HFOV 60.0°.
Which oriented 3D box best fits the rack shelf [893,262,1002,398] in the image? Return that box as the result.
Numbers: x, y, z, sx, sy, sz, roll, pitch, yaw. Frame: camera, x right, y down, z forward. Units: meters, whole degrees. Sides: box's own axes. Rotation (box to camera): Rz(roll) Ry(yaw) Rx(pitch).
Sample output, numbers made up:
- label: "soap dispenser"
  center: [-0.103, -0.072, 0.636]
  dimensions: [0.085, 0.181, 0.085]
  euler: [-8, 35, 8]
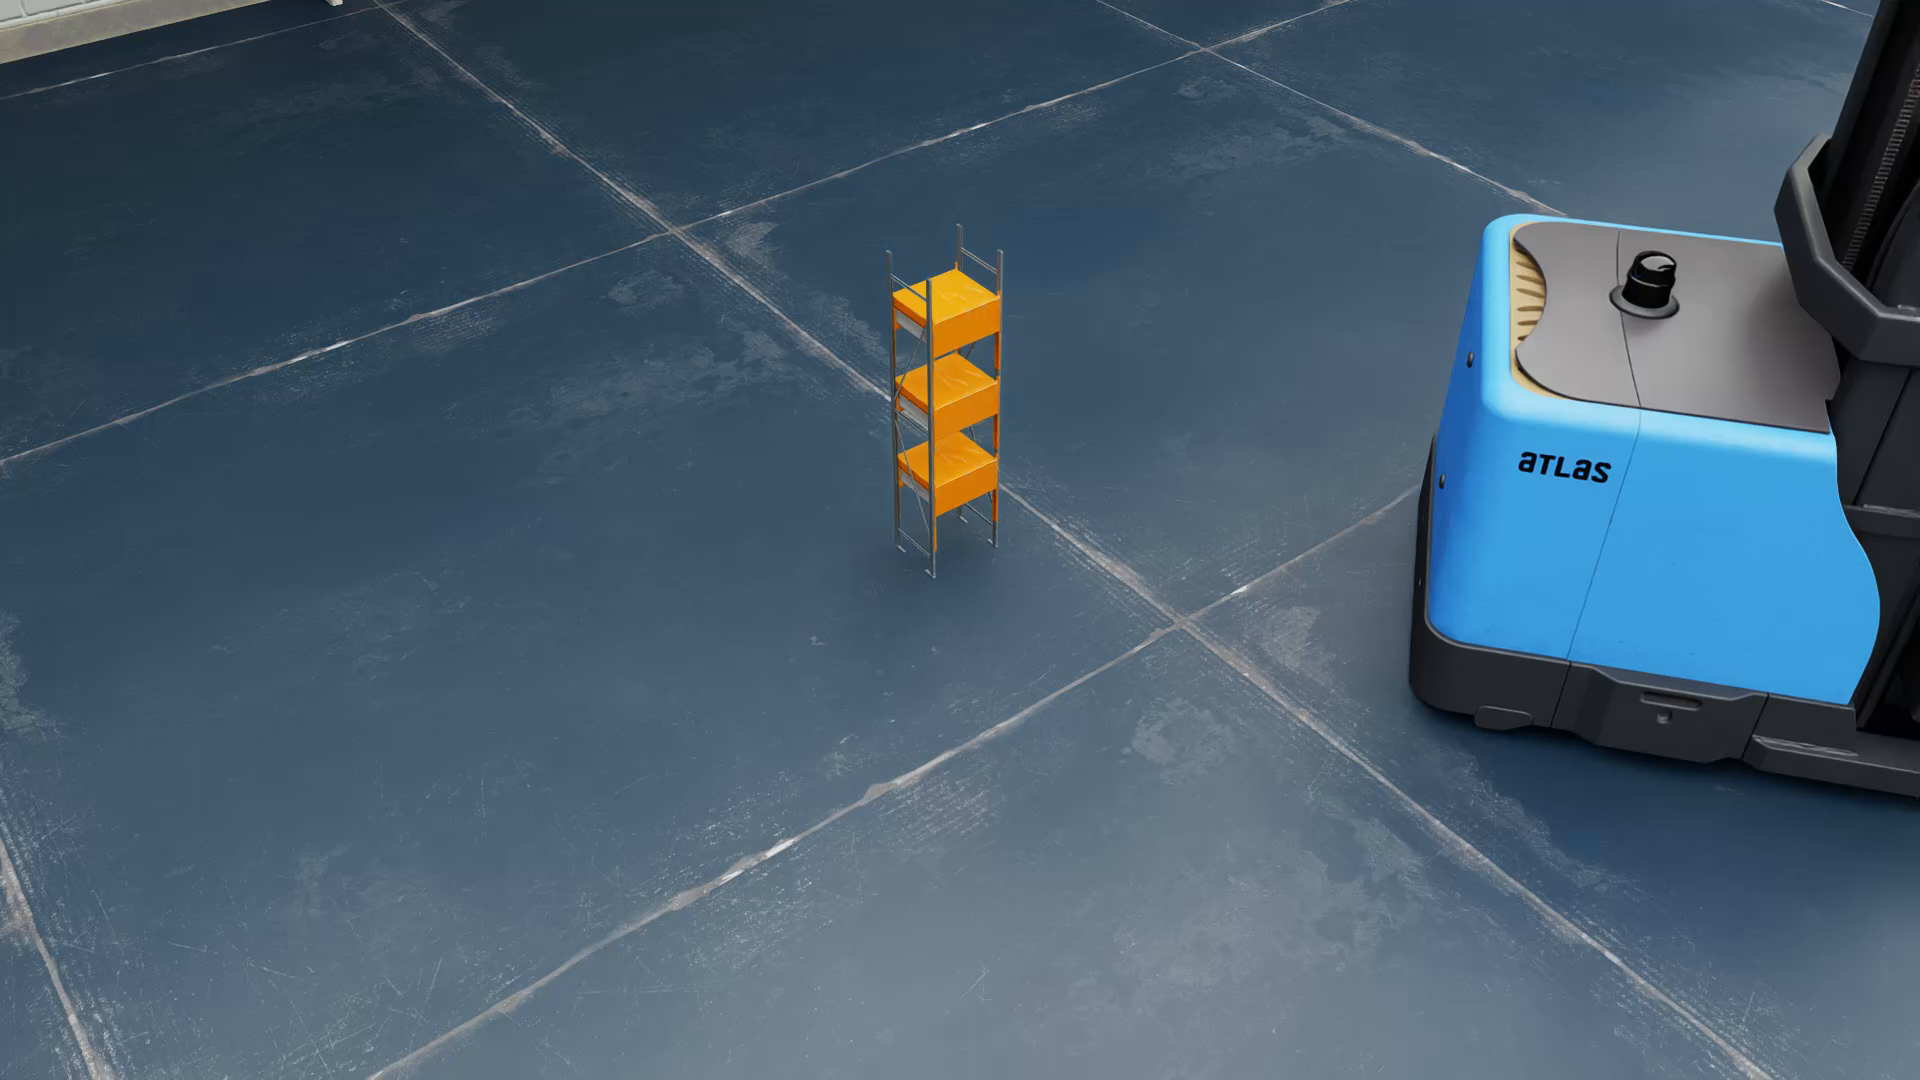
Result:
- label: "rack shelf"
  center: [-0.042, -0.596, 4.719]
  dimensions: [0.240, 0.259, 0.215]
  euler: [-26, 46, -28]

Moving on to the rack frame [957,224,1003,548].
- label: "rack frame"
  center: [0.054, -0.432, 4.949]
  dimensions: [0.008, 1.050, 0.200]
  euler: [-26, 46, -28]

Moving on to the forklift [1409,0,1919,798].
- label: "forklift"
  center: [2.830, -0.715, 3.811]
  dimensions: [3.031, 2.935, 1.130]
  euler: [9, 40, 11]

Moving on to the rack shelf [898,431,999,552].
- label: "rack shelf"
  center: [-0.042, -0.162, 5.075]
  dimensions: [0.240, 0.259, 0.215]
  euler: [-26, 46, -28]

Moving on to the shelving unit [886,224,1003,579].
- label: "shelving unit"
  center: [-0.042, -0.385, 4.892]
  dimensions: [0.252, 1.050, 0.215]
  euler: [-26, 46, -28]

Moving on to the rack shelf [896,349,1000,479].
- label: "rack shelf"
  center: [-0.042, -0.377, 4.899]
  dimensions: [0.240, 0.259, 0.215]
  euler: [-26, 46, -28]

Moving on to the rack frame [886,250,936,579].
- label: "rack frame"
  center: [-0.139, -0.338, 4.834]
  dimensions: [0.008, 1.050, 0.200]
  euler: [-26, 46, -28]
